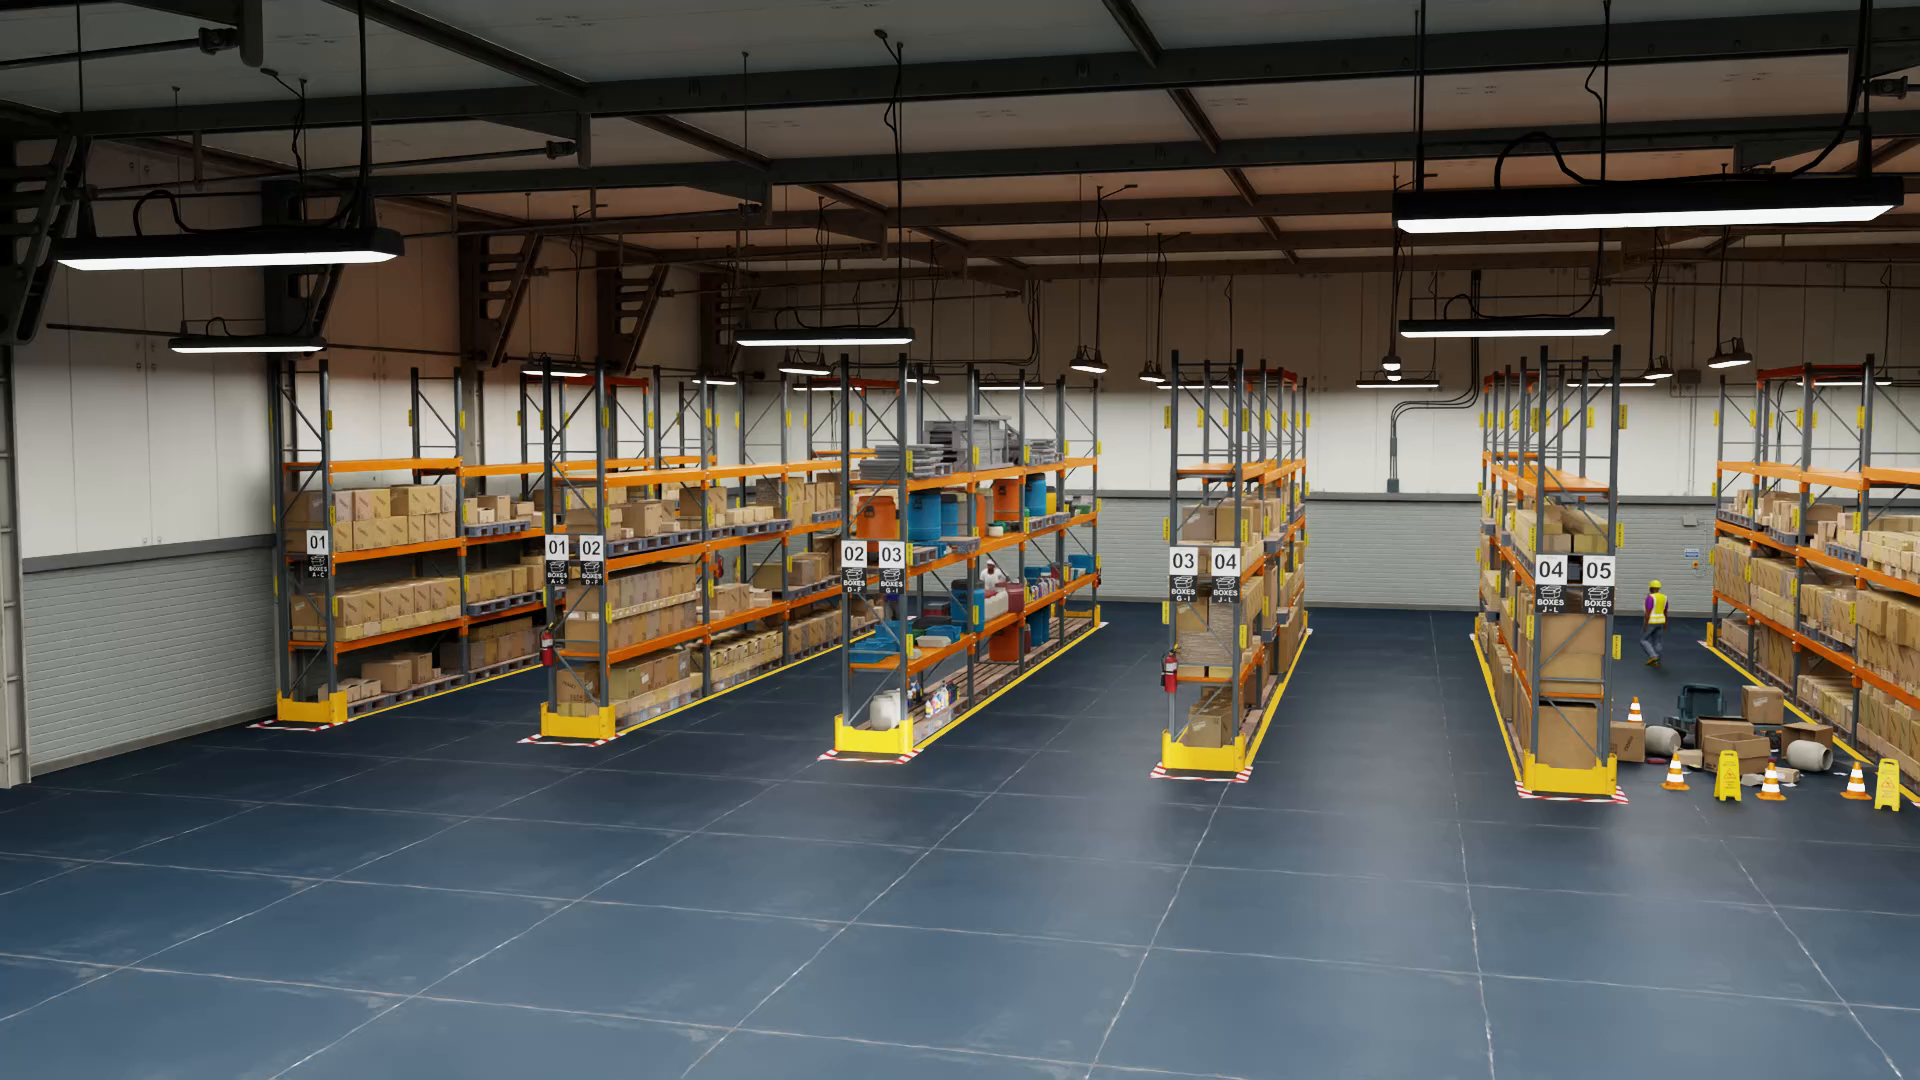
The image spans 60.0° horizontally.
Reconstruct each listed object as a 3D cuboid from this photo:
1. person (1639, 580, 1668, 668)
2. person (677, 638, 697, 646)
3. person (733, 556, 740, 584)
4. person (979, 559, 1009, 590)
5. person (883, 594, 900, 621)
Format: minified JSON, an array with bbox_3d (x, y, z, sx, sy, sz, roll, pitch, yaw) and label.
[{"bbox_3d":[14.088,1.698,33.709,0.616,1.766,0.445,-2,4,-23],"label":"person"},{"bbox_3d":[-5.839,1.617,35.576,0.499,1.623,1.052,0,4,5],"label":"person"},{"bbox_3d":[-5.459,1.239,40.729,0.474,1.672,0.474,-2,4,-22],"label":"person"},{"bbox_3d":[0.814,1.274,40.284,0.718,1.666,0.694,2,4,24],"label":"person"},{"bbox_3d":[-1.511,1.475,37.645,0.455,1.611,0.808,1,4,11],"label":"person"}]
